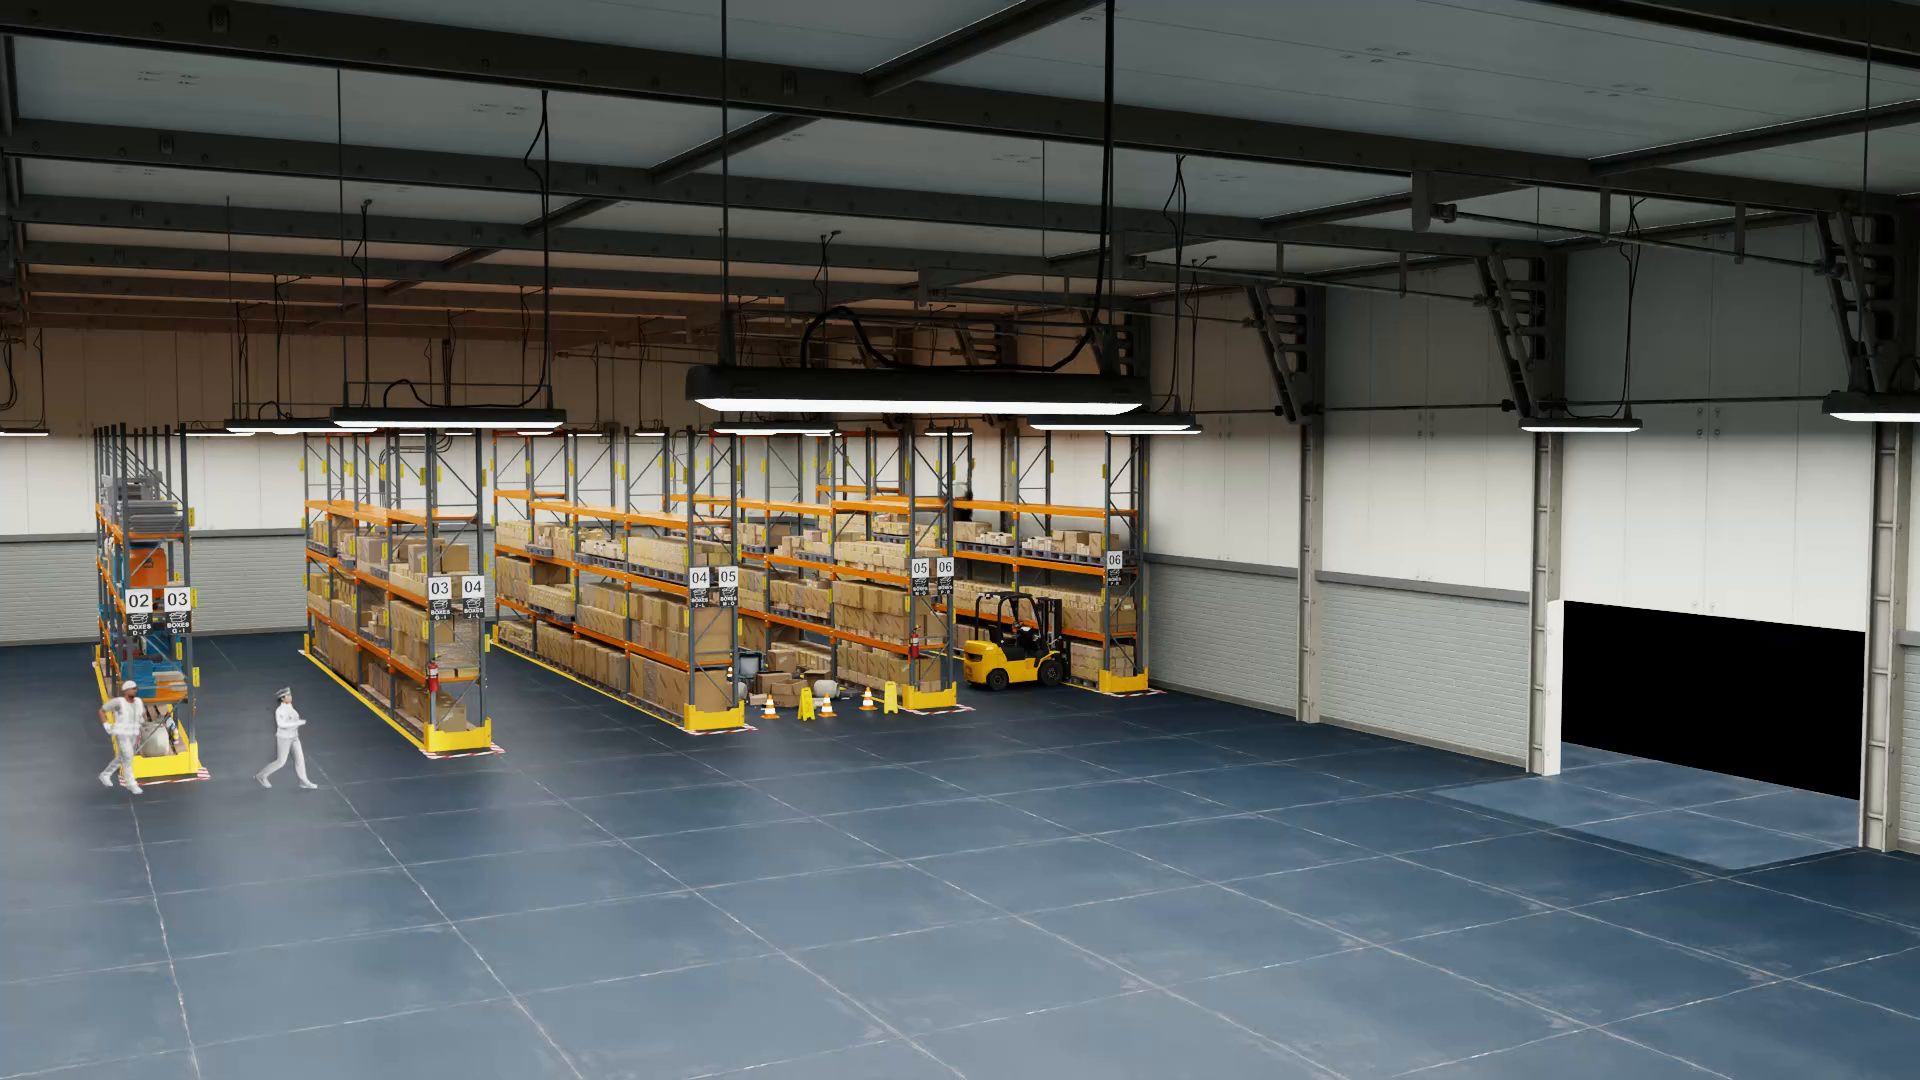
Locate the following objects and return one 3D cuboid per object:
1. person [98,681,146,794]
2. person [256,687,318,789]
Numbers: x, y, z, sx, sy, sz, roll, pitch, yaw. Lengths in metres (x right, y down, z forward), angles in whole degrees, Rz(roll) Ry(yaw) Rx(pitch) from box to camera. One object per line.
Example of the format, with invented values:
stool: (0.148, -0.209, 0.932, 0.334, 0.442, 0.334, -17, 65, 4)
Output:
person: (-13.582, 3.182, 27.118, 0.992, 1.767, 0.732, 1, 4, 17)
person: (-10.939, 3.217, 27.018, 0.940, 1.672, 0.620, 0, 3, 1)
